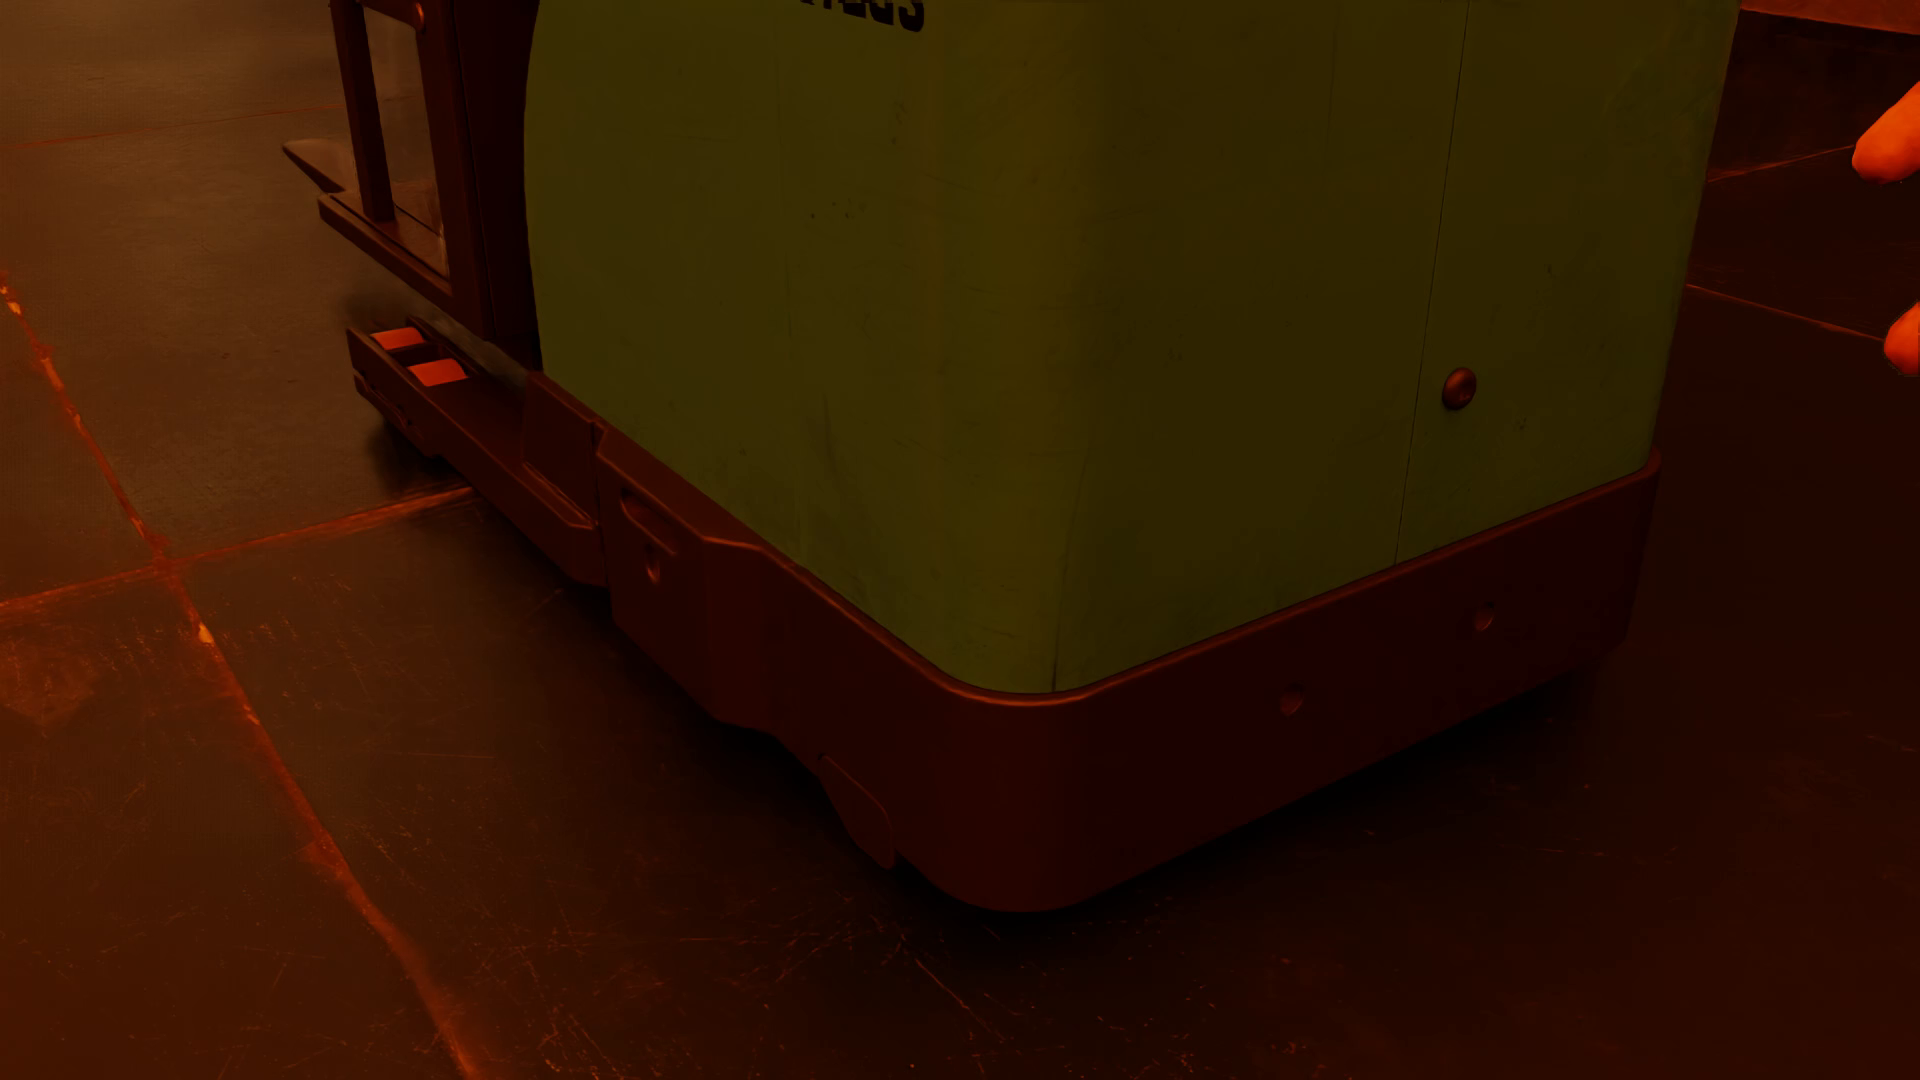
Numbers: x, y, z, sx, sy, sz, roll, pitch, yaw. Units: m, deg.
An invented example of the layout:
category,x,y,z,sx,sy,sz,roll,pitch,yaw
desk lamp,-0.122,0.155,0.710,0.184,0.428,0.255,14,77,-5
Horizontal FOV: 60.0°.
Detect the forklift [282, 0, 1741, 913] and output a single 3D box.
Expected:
category,x,y,z,sx,sy,sz,roll,pitch,yaw
forklift,-0.407,-1.554,2.330,1.130,2.935,3.031,-18,32,-31
